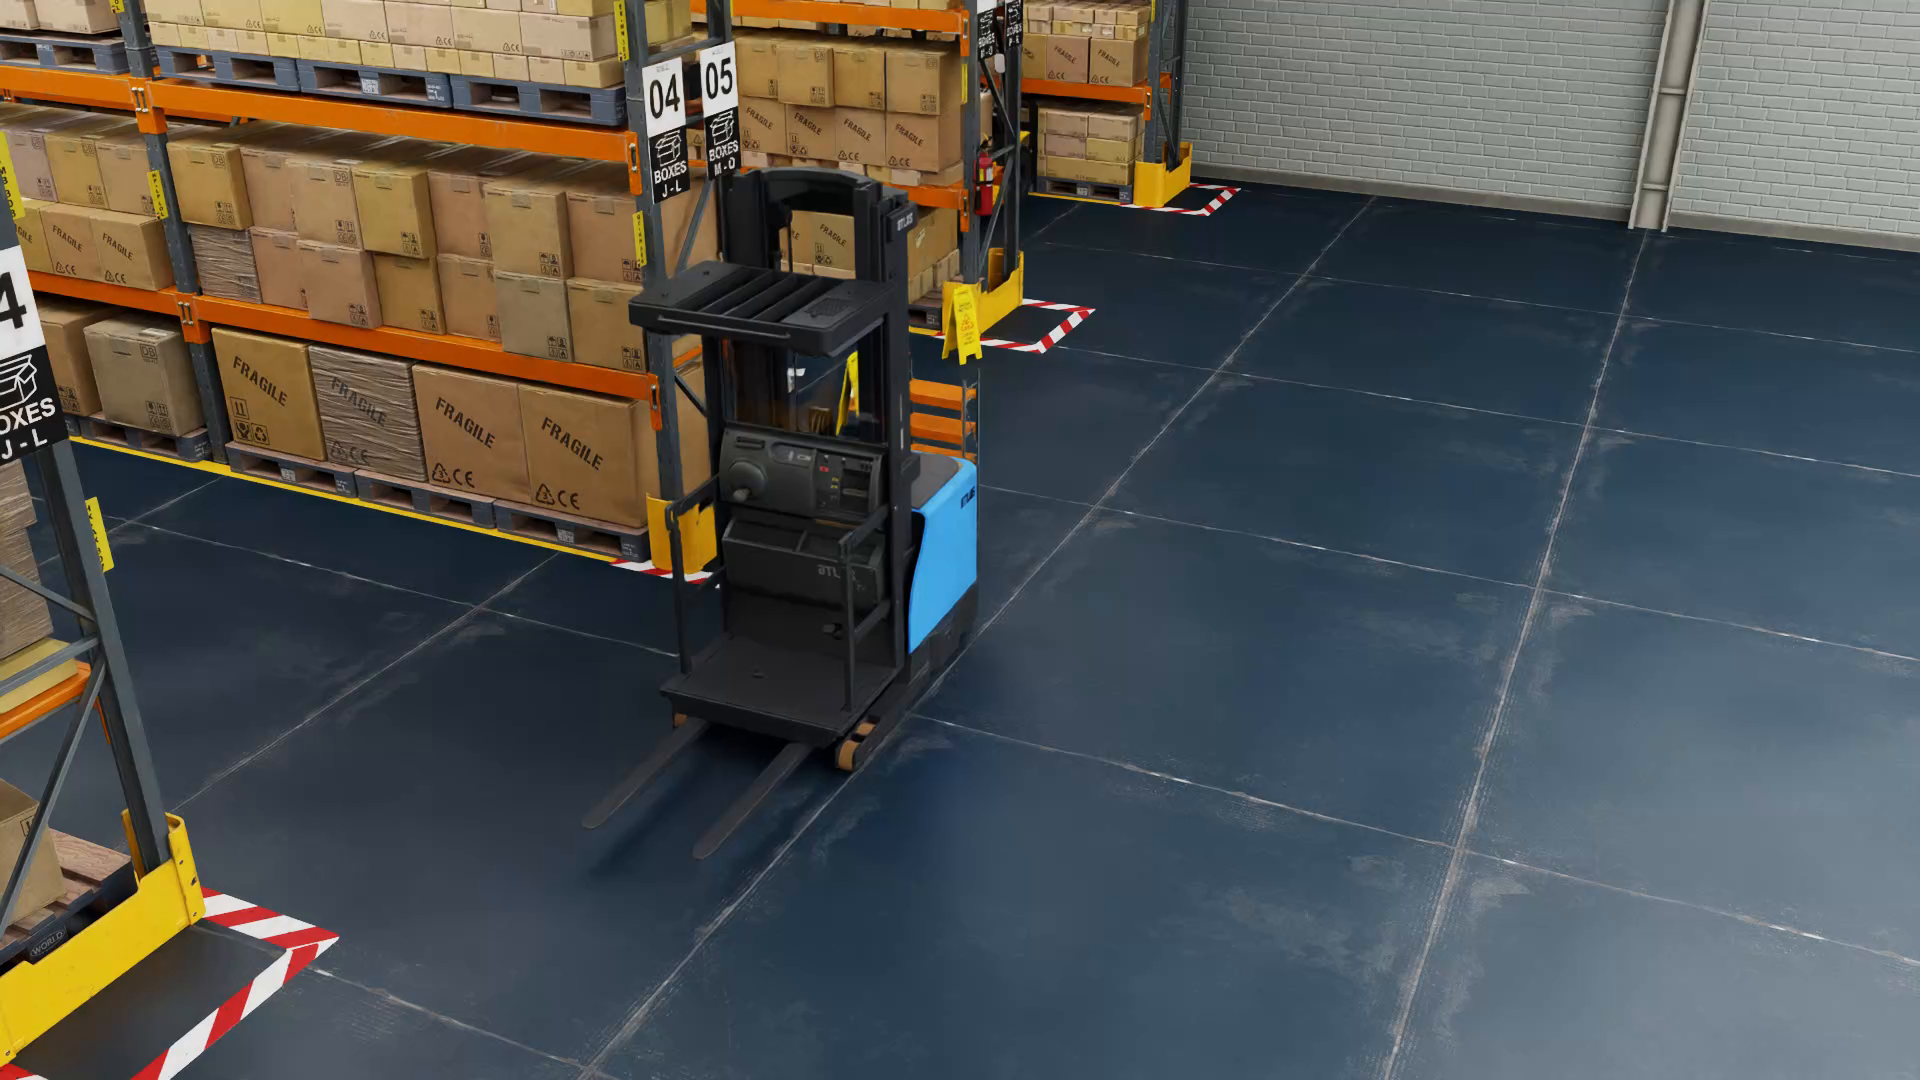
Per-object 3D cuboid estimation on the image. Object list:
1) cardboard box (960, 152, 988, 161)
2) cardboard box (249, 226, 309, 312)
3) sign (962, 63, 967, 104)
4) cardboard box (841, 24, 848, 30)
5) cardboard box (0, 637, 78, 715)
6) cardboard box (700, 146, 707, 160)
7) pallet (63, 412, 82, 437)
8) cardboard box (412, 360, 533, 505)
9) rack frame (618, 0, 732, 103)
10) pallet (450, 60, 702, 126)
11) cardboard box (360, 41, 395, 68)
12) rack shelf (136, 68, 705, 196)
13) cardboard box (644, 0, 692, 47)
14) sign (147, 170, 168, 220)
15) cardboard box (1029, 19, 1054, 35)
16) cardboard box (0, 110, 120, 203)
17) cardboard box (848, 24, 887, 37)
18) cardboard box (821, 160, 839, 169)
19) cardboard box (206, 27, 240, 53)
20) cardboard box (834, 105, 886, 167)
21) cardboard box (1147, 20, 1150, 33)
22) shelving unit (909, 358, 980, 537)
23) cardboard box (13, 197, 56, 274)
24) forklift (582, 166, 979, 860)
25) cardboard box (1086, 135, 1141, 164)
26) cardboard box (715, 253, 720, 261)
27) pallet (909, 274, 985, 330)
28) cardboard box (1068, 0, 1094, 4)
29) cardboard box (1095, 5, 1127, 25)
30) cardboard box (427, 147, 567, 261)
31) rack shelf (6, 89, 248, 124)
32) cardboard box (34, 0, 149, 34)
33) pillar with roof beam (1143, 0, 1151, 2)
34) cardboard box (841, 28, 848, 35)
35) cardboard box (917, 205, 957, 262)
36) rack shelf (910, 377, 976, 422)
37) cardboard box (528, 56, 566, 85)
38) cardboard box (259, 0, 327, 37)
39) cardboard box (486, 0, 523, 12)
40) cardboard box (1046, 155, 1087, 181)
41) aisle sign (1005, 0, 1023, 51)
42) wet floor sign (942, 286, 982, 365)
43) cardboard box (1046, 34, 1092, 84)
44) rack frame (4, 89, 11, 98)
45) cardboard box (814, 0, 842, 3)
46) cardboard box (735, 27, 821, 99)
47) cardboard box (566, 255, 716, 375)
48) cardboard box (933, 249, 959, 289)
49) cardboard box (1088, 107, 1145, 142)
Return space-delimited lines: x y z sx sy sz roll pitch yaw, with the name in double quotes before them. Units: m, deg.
"cardboard box" 0.064 -3.424 15.093 0.250 0.149 0.380 11 28 22
"cardboard box" -4.460 -2.027 11.801 0.550 0.550 0.875 11 28 22
"sign" 0.039 -3.833 13.971 0.005 0.325 0.100 11 28 22
"cardboard box" -1.658 -6.472 20.603 0.500 0.250 0.500 11 28 21
"cardboard box" -3.975 0.558 7.005 0.250 0.149 0.380 11 28 22
"cardboard box" -2.228 -3.666 15.585 0.250 0.149 0.380 11 28 22
"pallet" -7.159 -1.196 13.440 1.213 0.211 1.003 11 28 22
"cardboard box" -3.116 -0.875 11.562 0.875 0.875 0.875 11 28 21
"rack frame" -1.670 -4.074 9.337 0.127 3.000 1.000 11 28 22
"pallet" -2.349 -2.820 10.286 1.213 0.211 1.003 11 28 22
"cardboard box" -3.501 -3.052 10.354 0.250 0.149 0.380 12 29 22
"rack shelf" -3.490 -2.771 10.901 4.000 0.370 1.077 11 28 22
"cardboard box" -2.003 -3.219 10.241 0.500 0.250 0.500 11 28 22
"sign" -5.527 -2.378 11.462 0.005 0.325 0.100 11 28 22
"cardboard box" 0.968 -5.861 18.911 0.250 0.149 0.380 10 28 20
"cardboard box" -6.694 -2.881 12.462 0.500 0.500 0.700 12 28 22
"cardboard box" -1.007 -5.978 19.883 0.500 0.500 0.500 11 28 20
"cardboard box" -1.064 -3.456 15.159 0.250 0.149 0.380 12 29 23
"cardboard box" -4.657 -3.284 10.824 0.250 0.149 0.380 11 28 22
"cardboard box" -0.775 -3.651 14.821 0.500 0.500 0.500 11 28 22
"cardboard box" 2.137 -5.890 18.970 0.250 0.149 0.380 11 28 21
"shelving unit" -0.151 -0.569 11.046 0.503 1.200 0.258 11 28 22
"cardboard box" -6.817 -2.331 12.476 0.500 0.500 0.500 12 29 22
"forklift" -0.921 -0.304 8.549 1.130 2.935 3.031 10 28 20
"cardboard box" 1.766 -4.530 19.127 0.500 0.250 0.500 11 28 21
"cardboard box" -2.438 -2.768 16.114 0.500 0.250 0.500 13 29 25
"pallet" -0.507 -2.317 15.717 1.213 0.211 1.003 11 28 22
"cardboard box" 1.432 -6.160 19.181 0.250 0.149 0.380 12 28 22
"cardboard box" 1.688 -5.870 18.593 0.250 0.149 0.380 11 28 22
"cardboard box" -2.984 -2.238 11.008 0.550 0.550 0.875 11 28 22
"rack shelf" -8.816 -4.897 18.615 4.000 0.370 1.077 11 28 22
"cardboard box" -6.020 -3.690 11.535 0.500 0.250 0.500 12 29 22
"pillar with roof beam" 0.296 -6.838 14.951 0.400 9.000 9.100 11 28 22
"cardboard box" -1.642 -6.253 20.723 0.500 0.250 0.500 12 29 23
"cardboard box" -0.354 -2.945 15.625 0.500 0.500 0.500 10 28 20
"rack shelf" -0.151 -0.921 10.873 0.480 0.148 0.258 11 28 22
"cardboard box" -2.342 -2.820 9.881 0.250 0.149 0.380 12 29 22
"cardboard box" -4.062 -3.373 10.554 0.500 0.250 0.500 11 28 21
"cardboard box" -2.577 -3.225 9.801 0.250 0.149 0.380 12 29 23
"cardboard box" 1.331 -4.396 19.421 0.500 0.250 0.500 11 28 22
"aisle sign" 0.472 -4.671 14.398 0.004 0.787 0.394 11 28 22
"wet floor sign" 0.017 -1.870 14.318 0.232 0.644 0.267 23 35 39
"cardboard box" 1.314 -5.516 18.944 0.500 0.500 0.500 12 29 23
"rack frame" -10.636 -5.585 19.199 0.127 3.000 1.000 11 28 22
"cardboard box" -1.070 -4.771 14.434 0.250 0.149 0.380 11 28 21
"cardboard box" -1.629 -4.318 15.043 0.500 0.500 0.700 11 28 21
"cardboard box" -2.026 -1.499 10.730 0.550 0.550 0.875 11 28 22
"cardboard box" -0.332 -2.605 15.782 0.500 0.250 0.500 11 28 21
"cardboard box" 1.790 -4.750 19.007 0.500 0.250 0.500 12 29 24
